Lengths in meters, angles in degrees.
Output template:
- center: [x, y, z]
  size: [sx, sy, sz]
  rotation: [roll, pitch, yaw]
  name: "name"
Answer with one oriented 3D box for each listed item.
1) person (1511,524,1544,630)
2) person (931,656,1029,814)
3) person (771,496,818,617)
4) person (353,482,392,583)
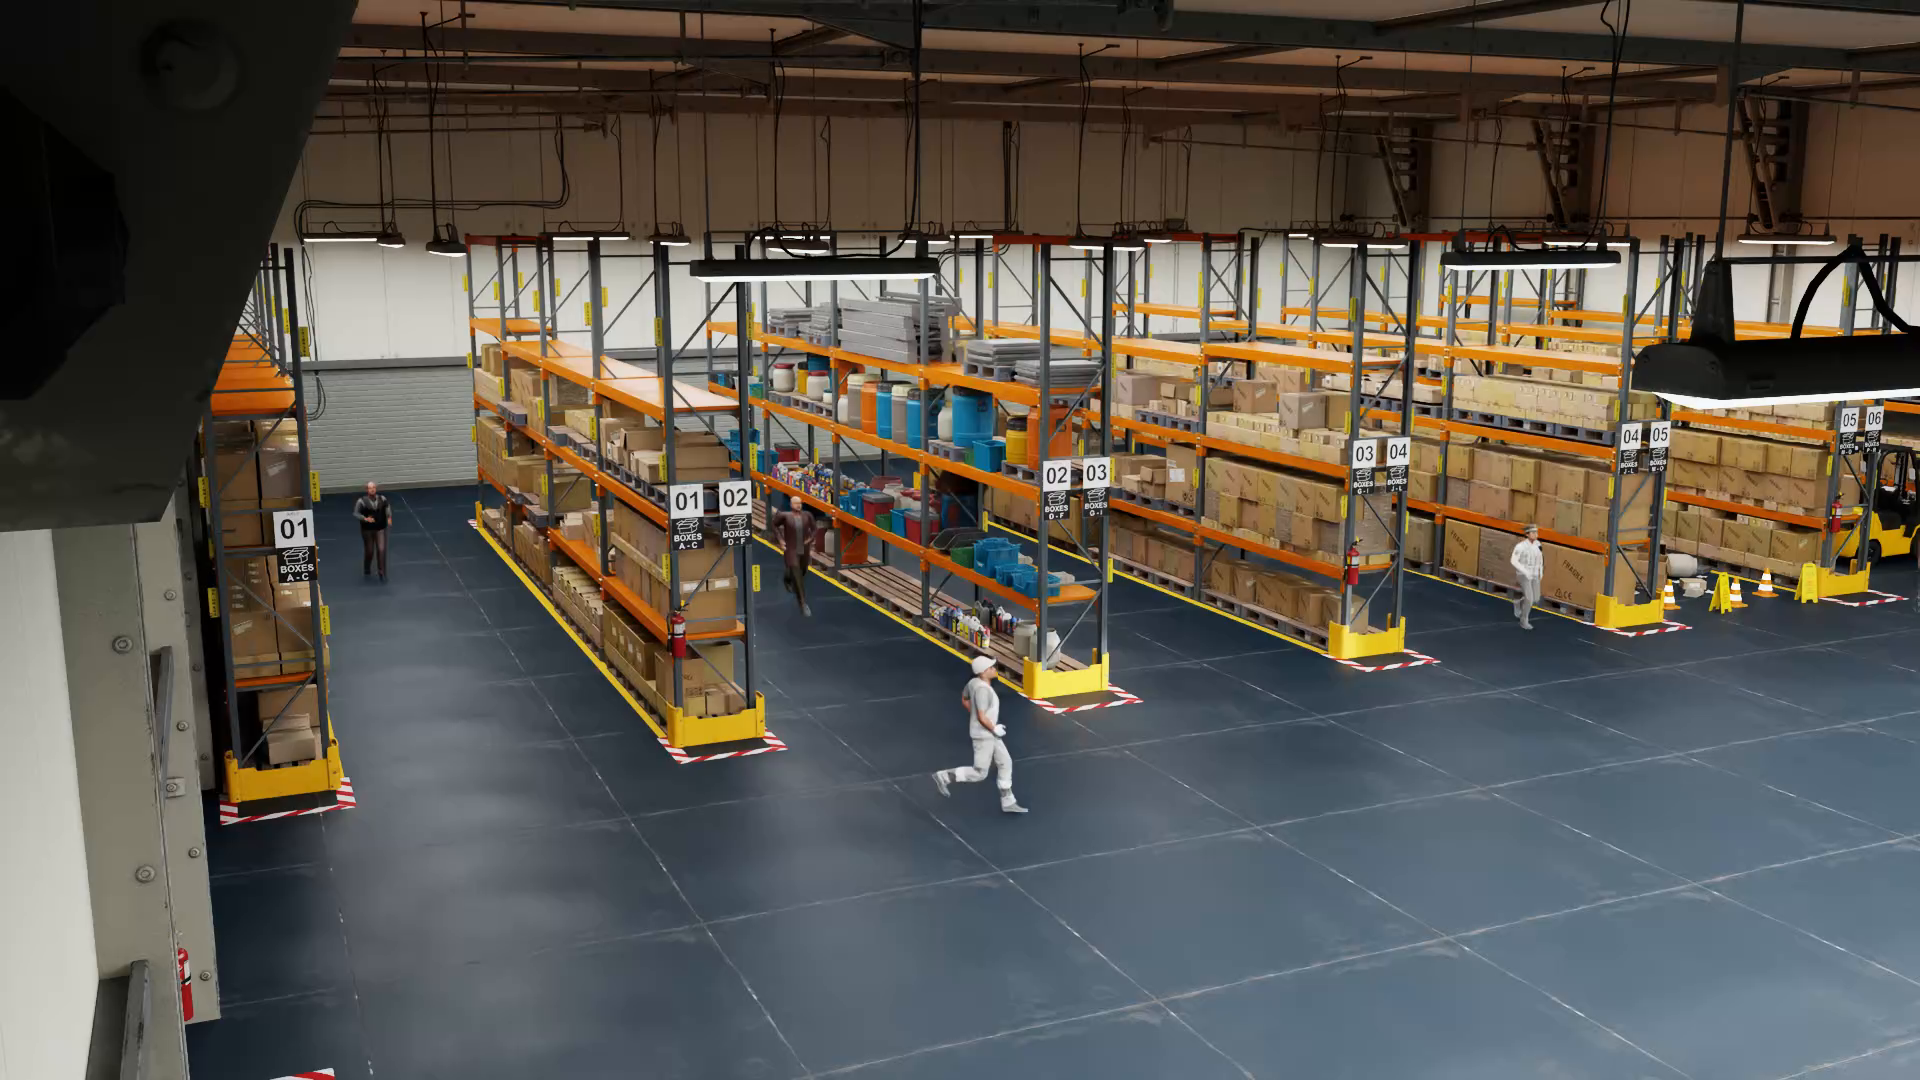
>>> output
- center: [8.867, 0.542, 26.044]
  size: [0.643, 1.664, 0.582]
  rotation: [-5, 12, -24]
  name: "person"
- center: [0.219, 2.102, 17.796]
  size: [1.049, 1.767, 0.634]
  rotation: [0, 11, 1]
  name: "person"
- center: [-2.557, 0.201, 25.995]
  size: [0.674, 1.816, 1.187]
  rotation: [-7, 13, -31]
  name: "person"
- center: [-10.369, -0.160, 29.420]
  size: [0.676, 1.751, 0.854]
  rotation: [-7, 13, -30]
  name: "person"
